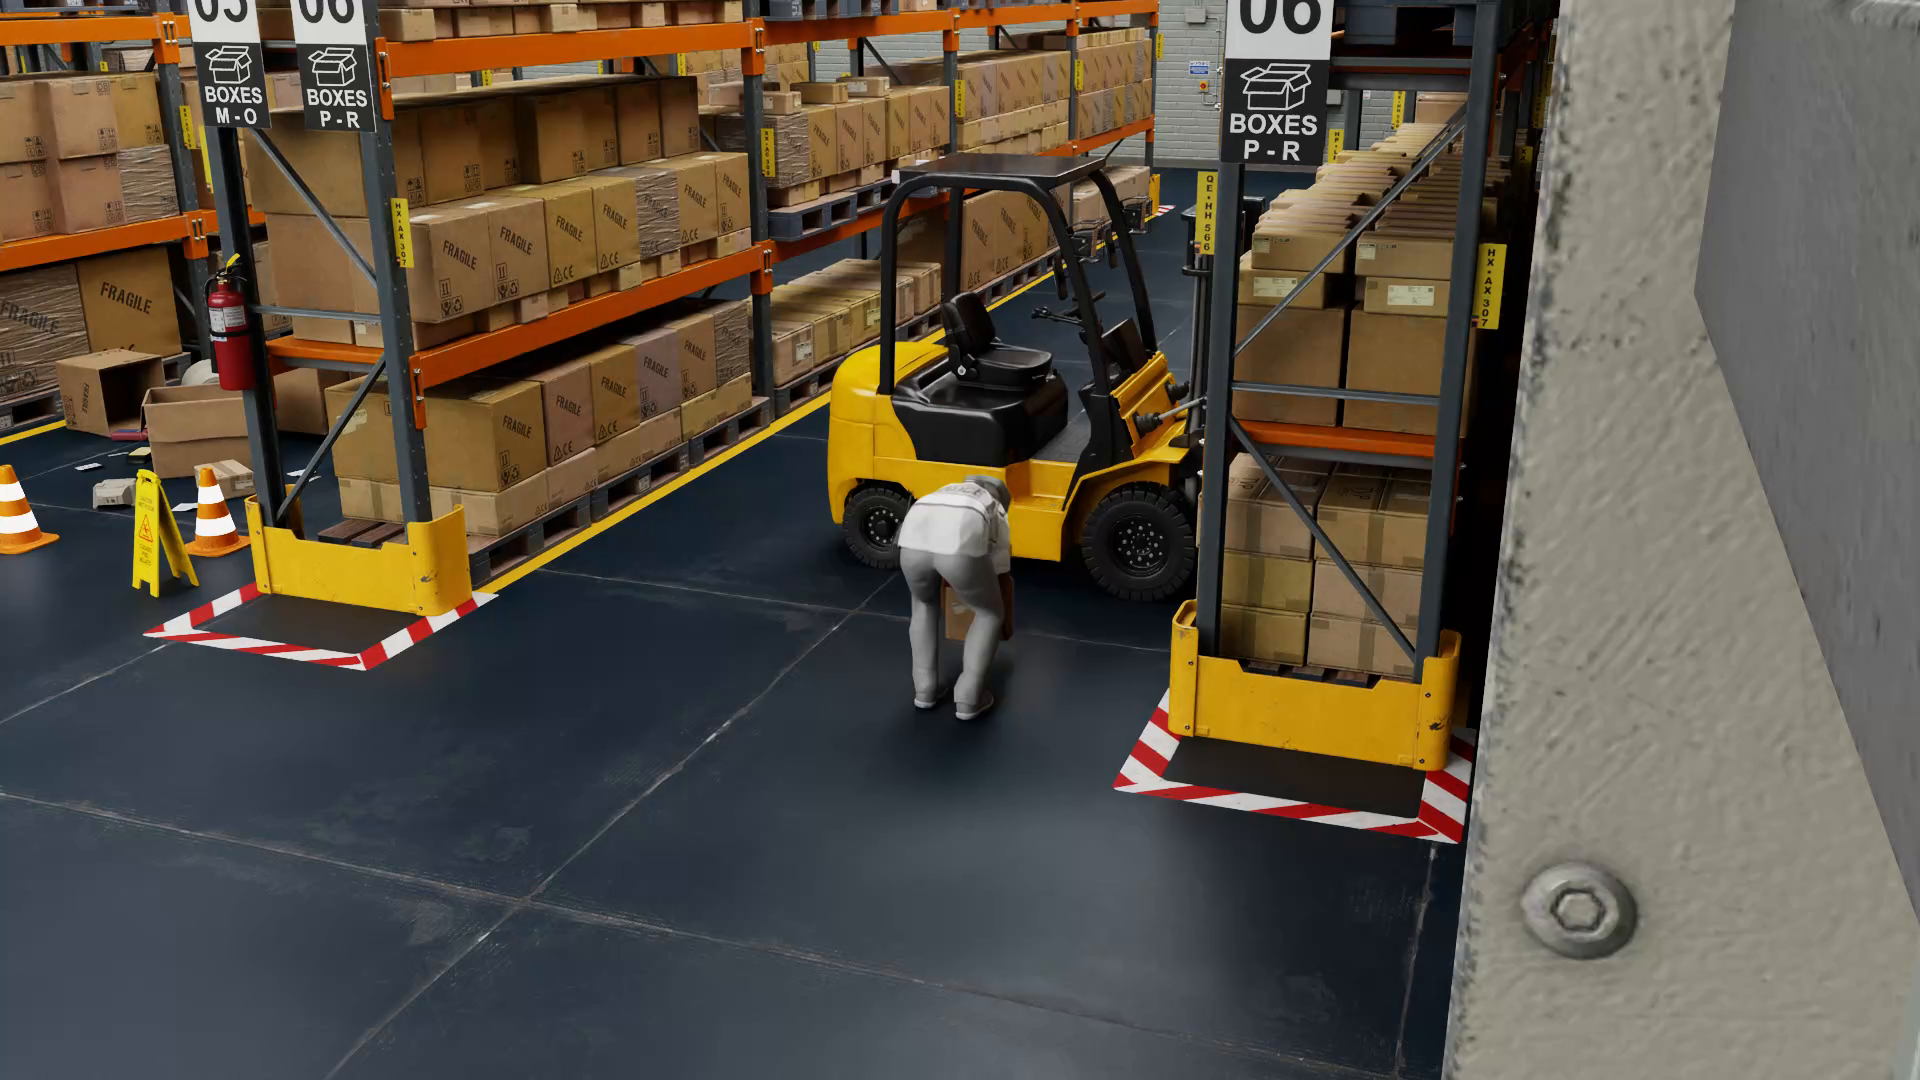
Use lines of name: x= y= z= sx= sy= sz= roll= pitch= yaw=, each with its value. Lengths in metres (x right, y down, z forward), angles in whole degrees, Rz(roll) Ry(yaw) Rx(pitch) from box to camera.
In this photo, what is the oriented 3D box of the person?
person: x=0.015 y=0.215 z=7.467 sx=0.433 sy=0.999 sz=0.931 roll=6 pitch=20 yaw=16
